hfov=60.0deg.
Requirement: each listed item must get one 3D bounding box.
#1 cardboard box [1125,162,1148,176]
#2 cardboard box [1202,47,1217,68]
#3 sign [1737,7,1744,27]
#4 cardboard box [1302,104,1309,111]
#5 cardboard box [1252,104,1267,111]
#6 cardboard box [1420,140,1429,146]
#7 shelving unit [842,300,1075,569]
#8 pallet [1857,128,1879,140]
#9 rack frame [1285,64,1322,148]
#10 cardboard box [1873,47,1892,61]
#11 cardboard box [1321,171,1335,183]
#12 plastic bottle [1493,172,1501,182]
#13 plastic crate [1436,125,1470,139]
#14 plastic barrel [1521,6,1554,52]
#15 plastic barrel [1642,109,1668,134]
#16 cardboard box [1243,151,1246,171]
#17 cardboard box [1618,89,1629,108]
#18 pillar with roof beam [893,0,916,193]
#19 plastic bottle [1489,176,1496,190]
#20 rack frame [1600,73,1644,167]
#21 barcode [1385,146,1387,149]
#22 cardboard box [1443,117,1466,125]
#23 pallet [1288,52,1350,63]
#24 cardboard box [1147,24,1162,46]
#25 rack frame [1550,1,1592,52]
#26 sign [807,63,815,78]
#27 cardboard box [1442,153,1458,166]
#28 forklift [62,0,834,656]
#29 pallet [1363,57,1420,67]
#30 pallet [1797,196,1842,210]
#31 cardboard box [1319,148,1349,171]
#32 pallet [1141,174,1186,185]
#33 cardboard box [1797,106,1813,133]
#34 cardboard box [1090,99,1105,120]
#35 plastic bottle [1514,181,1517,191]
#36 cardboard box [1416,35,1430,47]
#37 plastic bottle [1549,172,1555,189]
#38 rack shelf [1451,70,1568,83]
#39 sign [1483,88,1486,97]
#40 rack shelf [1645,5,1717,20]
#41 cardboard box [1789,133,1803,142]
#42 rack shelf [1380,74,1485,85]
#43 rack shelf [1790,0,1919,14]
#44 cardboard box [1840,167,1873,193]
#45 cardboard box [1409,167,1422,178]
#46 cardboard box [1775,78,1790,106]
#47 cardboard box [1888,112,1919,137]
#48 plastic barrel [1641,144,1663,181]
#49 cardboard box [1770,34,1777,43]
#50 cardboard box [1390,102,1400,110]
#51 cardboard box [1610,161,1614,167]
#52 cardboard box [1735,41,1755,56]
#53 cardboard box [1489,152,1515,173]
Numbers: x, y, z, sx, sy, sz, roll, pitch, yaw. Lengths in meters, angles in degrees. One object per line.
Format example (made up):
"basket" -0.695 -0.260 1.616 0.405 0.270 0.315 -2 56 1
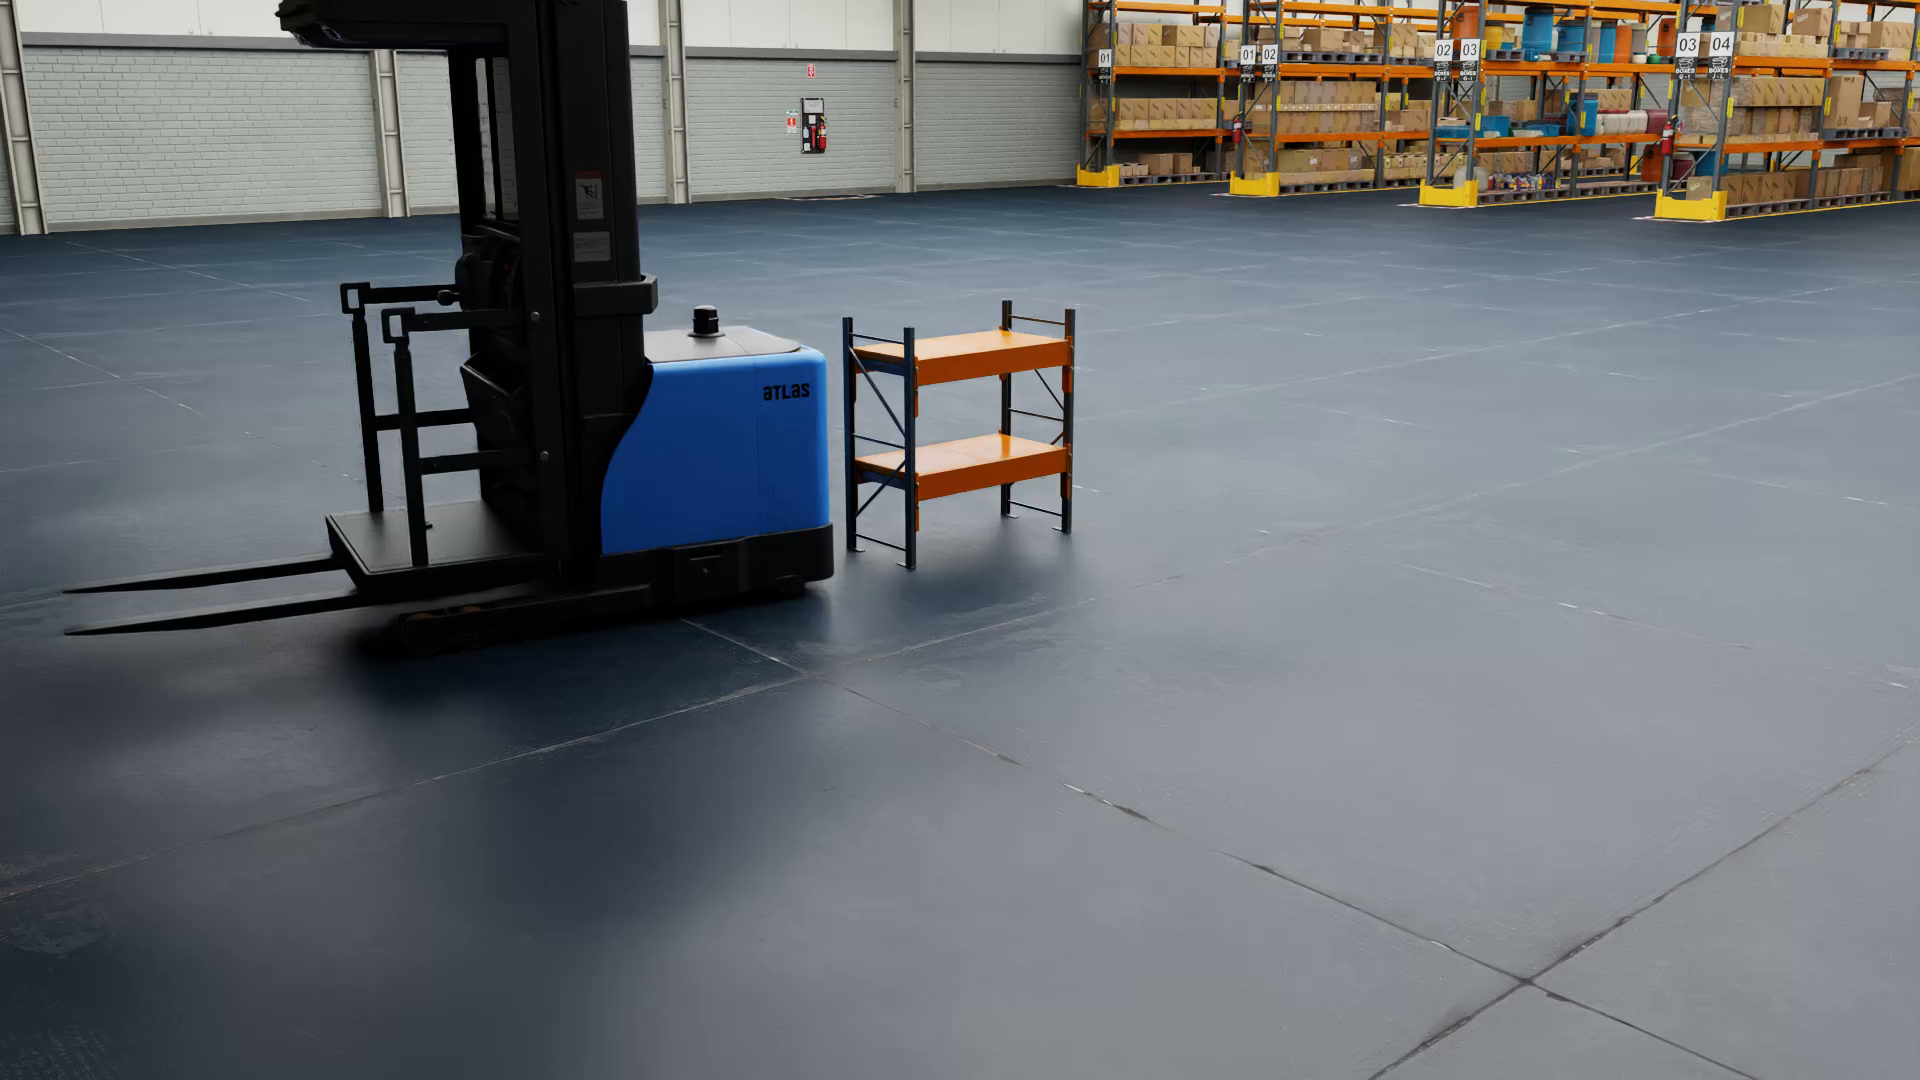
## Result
"cardboard box" 4.328 -9.233 41.363 0.500 0.311 0.500 -11 18 -35
"cardboard box" 6.114 -12.174 41.970 0.500 0.500 0.500 -12 19 -38
"sign" 13.428 -8.997 28.612 0.005 0.325 0.100 -13 19 -39
"cardboard box" 7.587 -9.676 37.210 0.250 0.149 0.380 -13 20 -40
"cardboard box" 6.735 -9.623 37.015 0.250 0.149 0.380 -13 20 -40
"cardboard box" 13.773 -11.683 48.948 0.250 0.149 0.380 -13 20 -41
"shelving unit" 0.005 -0.545 8.109 1.048 1.125 0.538 -13 19 -39
"pallet" 17.640 -8.150 33.321 1.213 0.211 1.003 -13 19 -39
"rack frame" 9.352 -11.479 45.412 0.127 3.000 1.000 -13 19 -39
"cardboard box" 18.163 -9.663 33.092 0.500 0.250 0.500 -12 19 -38
"cardboard box" 8.255 -8.336 38.159 0.500 0.250 0.500 -13 19 -39
"plastic bottle" 11.353 -7.614 35.223 0.185 0.351 0.144 -12 19 -37
"plastic crate" 10.001 -8.266 33.672 0.616 0.251 0.499 -13 19 -39
"plastic barrel" 12.017 -10.619 34.595 0.708 0.901 0.600 -13 19 -39
"plastic barrel" 15.704 -9.478 37.658 0.708 0.536 0.600 -13 19 -39
"cardboard box" 7.236 -10.031 43.984 0.500 0.500 0.700 -13 20 -40
"cardboard box" 18.106 -12.187 45.932 0.500 0.500 0.500 -12 19 -38
"pillar with roof beam" 1.577 -11.455 33.695 0.400 9.000 9.100 -13 19 -39
"plastic bottle" 11.196 -7.508 34.958 0.133 0.283 0.061 -13 19 -39
"rack frame" 18.642 -11.870 46.877 0.127 3.000 1.000 -13 19 -39
"barcode" 10.055 -9.268 39.267 0.075 0.075 0.001 -13 19 -39
"cardboard box" 12.303 -10.419 41.616 0.500 0.311 0.500 -11 19 -36
"pallet" 8.043 -10.889 37.562 1.213 0.211 1.003 -13 19 -39
"cardboard box" 4.558 -12.296 40.488 0.500 0.500 0.500 -12 19 -38
"rack frame" 12.838 -11.771 34.880 0.127 3.000 1.000 -13 19 -39
"sign" -3.210 -10.121 35.836 0.199 0.298 0.001 -13 19 -39
"cardboard box" 11.985 -9.435 41.186 0.500 0.311 0.500 -13 20 -40
"forklift" -2.106 -1.116 6.749 3.031 2.935 1.130 -8 17 -27
"pallet" 10.246 -11.346 39.473 1.217 0.209 0.805 -14 20 -42
"pallet" 16.675 -6.693 32.899 1.213 0.211 1.003 -13 19 -39
"cardboard box" 8.623 -8.785 38.389 0.500 0.500 0.500 -13 19 -39
"pallet" 4.930 -9.126 42.005 1.213 0.211 1.003 -13 19 -39
"cardboard box" 15.709 -8.036 31.753 0.500 0.500 0.875 -13 19 -39
"cardboard box" 3.533 -10.544 40.712 0.500 0.500 0.500 -13 20 -40
"plastic bottle" 11.471 -7.320 34.410 0.097 0.201 0.097 0 15 0
"cardboard box" 13.091 -14.213 47.665 0.500 0.500 0.500 -13 20 -40
"plastic bottle" 12.541 -7.640 35.321 0.185 0.351 0.144 -13 20 -41
"rack shelf" 14.115 -11.956 42.778 4.000 0.370 1.077 -13 19 -39
"sign" 15.733 -13.400 49.901 0.005 0.325 0.100 -13 19 -39
"rack shelf" 17.364 -12.247 38.830 4.000 0.370 1.077 -13 19 -39
"cardboard box" 15.582 -7.558 31.220 0.250 0.149 0.380 -13 19 -39
"rack shelf" 13.878 -13.597 48.923 4.000 0.370 1.077 -13 19 -39
"rack shelf" 17.598 -10.605 32.683 4.000 0.370 1.077 -13 19 -39
"cardboard box" 18.204 -7.377 34.047 0.700 0.500 0.500 14 20 42
"cardboard box" 10.831 -8.907 40.296 0.500 0.250 0.500 -13 20 -41
"cardboard box" 14.797 -8.200 30.429 0.500 0.500 0.500 -13 19 -39
"cardboard box" 19.652 -8.664 34.678 0.500 0.500 0.500 -12 19 -38
"plastic barrel" 16.213 -8.791 38.740 0.708 0.830 0.600 -13 19 -39
"cardboard box" 14.435 -9.015 29.895 0.250 0.149 0.380 -14 20 -42
"cardboard box" 12.187 -12.231 47.418 0.500 0.500 0.500 -13 20 -40
"cardboard box" 18.028 -10.523 46.471 0.250 0.166 0.380 -13 19 -39
"cardboard box" 13.605 -8.639 29.257 0.500 0.250 0.500 -12 19 -38
"cardboard box" 13.910 -9.715 42.800 0.500 0.500 0.500 -13 20 -40
